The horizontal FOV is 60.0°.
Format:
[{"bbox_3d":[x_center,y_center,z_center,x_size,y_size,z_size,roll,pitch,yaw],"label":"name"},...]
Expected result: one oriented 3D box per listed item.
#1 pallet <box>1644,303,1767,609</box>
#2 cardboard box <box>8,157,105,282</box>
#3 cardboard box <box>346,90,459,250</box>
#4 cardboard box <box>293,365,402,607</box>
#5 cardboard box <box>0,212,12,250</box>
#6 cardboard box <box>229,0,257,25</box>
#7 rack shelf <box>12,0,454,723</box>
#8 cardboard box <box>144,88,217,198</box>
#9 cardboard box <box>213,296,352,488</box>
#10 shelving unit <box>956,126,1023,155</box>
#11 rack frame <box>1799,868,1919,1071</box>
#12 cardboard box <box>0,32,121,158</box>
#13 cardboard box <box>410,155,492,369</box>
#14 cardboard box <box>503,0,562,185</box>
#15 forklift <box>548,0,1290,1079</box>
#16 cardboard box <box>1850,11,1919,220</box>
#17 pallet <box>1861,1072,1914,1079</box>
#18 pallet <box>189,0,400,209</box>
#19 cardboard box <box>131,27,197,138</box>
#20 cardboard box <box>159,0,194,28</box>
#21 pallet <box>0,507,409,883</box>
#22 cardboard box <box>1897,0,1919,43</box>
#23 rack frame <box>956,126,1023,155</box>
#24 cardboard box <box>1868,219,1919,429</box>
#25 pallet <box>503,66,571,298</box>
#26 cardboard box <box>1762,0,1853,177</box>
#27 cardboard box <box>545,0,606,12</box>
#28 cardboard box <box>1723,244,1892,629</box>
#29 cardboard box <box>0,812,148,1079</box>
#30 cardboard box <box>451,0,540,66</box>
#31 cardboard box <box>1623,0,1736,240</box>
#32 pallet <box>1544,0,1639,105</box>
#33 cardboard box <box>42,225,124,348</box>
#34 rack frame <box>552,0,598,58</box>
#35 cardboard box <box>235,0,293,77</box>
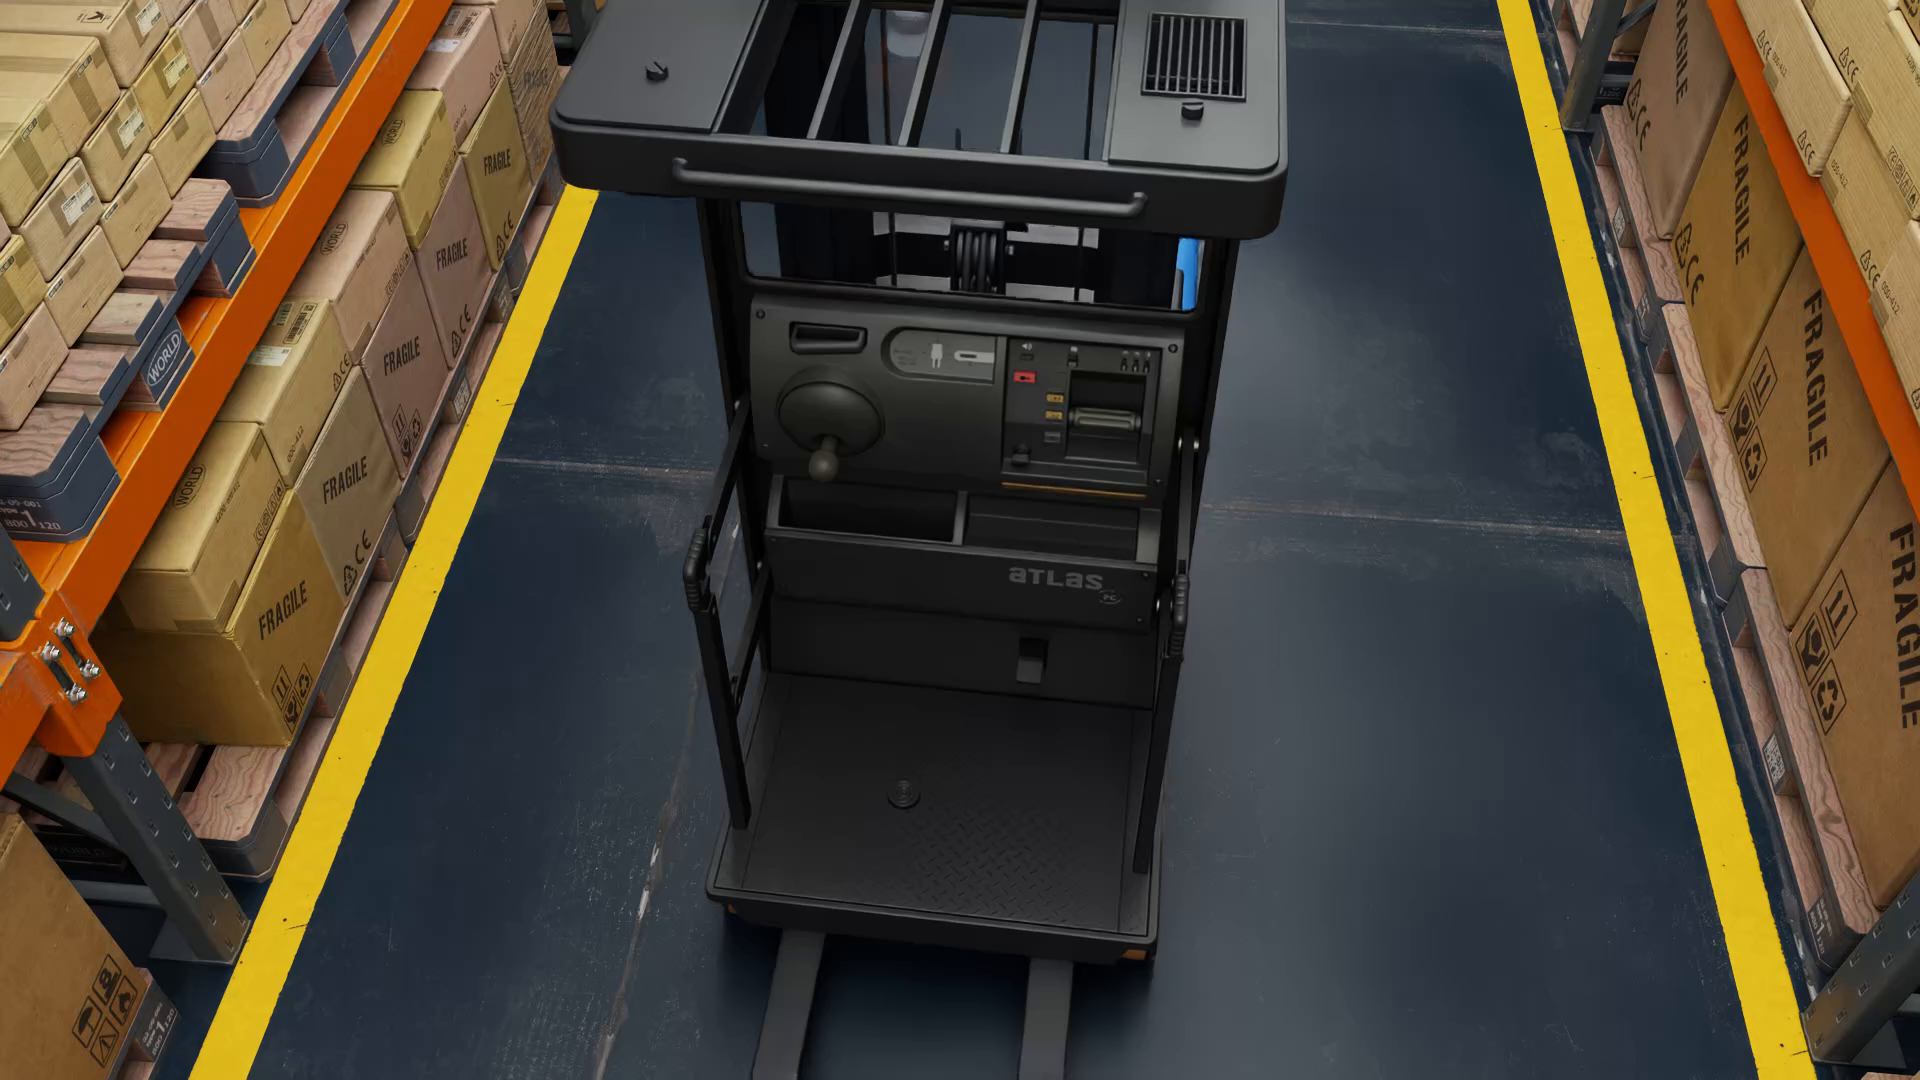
[{"bbox_3d":[2.851,-0.269,5.353,1.003,0.211,1.213,4,48,4],"label":"pallet"},{"bbox_3d":[-2.081,-0.699,3.541,0.380,0.149,0.250,6,48,5],"label":"cardboard box"},{"bbox_3d":[-1.894,-1.161,5.180,0.500,0.250,0.500,2,48,2],"label":"cardboard box"},{"bbox_3d":[-1.987,-0.171,4.783,0.500,0.500,0.500,4,48,4],"label":"cardboard box"},{"bbox_3d":[-2.113,-0.588,3.238,0.380,0.149,0.250,4,48,4],"label":"cardboard box"},{"bbox_3d":[-1.988,-1.446,4.224,0.380,0.149,0.250,3,48,3],"label":"cardboard box"},{"bbox_3d":[-2.166,-1.227,4.827,1.077,0.370,4.000,4,48,4],"label":"rack shelf"},{"bbox_3d":[-2.034,-0.967,3.987,0.380,0.149,0.250,6,48,5],"label":"cardboard box"},{"bbox_3d":[-1.998,-0.415,4.498,0.500,0.250,0.500,3,48,3],"label":"cardboard box"},{"bbox_3d":[0.072,-0.779,5.251,0.215,1.050,0.252,5,48,5],"label":"shelving unit"},{"bbox_3d":[2.591,0.258,2.981,1.000,3.000,0.127,4,48,4],"label":"rack frame"},{"bbox_3d":[-2.064,-0.962,3.580,0.380,0.149,0.250,4,48,3],"label":"cardboard box"},{"bbox_3d":[-1.898,-0.924,5.471,0.500,0.500,0.500,3,48,3],"label":"cardboard box"},{"bbox_3d":[-1.800,-1.677,6.161,0.500,0.500,0.500,3,48,3],"label":"cardboard box"},{"bbox_3d":[-0.018,-0.199,3.445,1.130,2.935,3.031,5,48,5],"label":"forklift"},{"bbox_3d":[2.451,-0.988,3.883,0.500,0.250,0.500,3,48,3],"label":"cardboard box"},{"bbox_3d":[2.518,1.773,3.485,1.003,0.211,1.213,4,48,4],"label":"pallet"},{"bbox_3d":[-2.208,-1.393,4.621,1.003,0.211,1.213,4,48,4],"label":"pallet"},{"bbox_3d":[-2.038,-1.081,3.890,0.380,0.149,0.250,4,48,4],"label":"cardboard box"},{"bbox_3d":[-2.017,-1.356,3.940,0.380,0.149,0.250,6,48,5],"label":"cardboard box"},{"bbox_3d":[-2.275,0.366,4.772,1.003,0.211,1.213,4,48,4],"label":"pallet"},{"bbox_3d":[2.468,-1.253,3.618,0.500,0.500,0.500,4,48,4],"label":"cardboard box"},{"bbox_3d":[0.087,-0.868,5.333,0.200,1.050,0.008,5,48,5],"label":"rack frame"},{"bbox_3d":[2.409,-0.457,3.737,0.500,0.250,0.500,5,48,4],"label":"cardboard box"},{"bbox_3d":[-2.053,-1.427,6.412,1.003,0.211,1.213,4,48,4],"label":"pallet"},{"bbox_3d":[2.489,-1.202,4.419,0.500,0.250,0.500,3,48,3],"label":"cardboard box"},{"bbox_3d":[-1.630,-2.365,7.028,0.380,0.149,0.250,2,48,2],"label":"cardboard box"},{"bbox_3d":[2.822,-0.324,4.669,0.875,0.875,0.875,4,48,4],"label":"cardboard box"},{"bbox_3d":[-2.493,1.058,3.489,1.050,0.750,0.750,3,48,3],"label":"cardboard box"},{"bbox_3d":[-1.800,-1.927,5.881,0.500,0.250,0.500,3,48,2],"label":"cardboard box"},{"bbox_3d":[2.978,-1.645,5.877,0.875,0.875,0.875,5,48,5],"label":"cardboard box"},{"bbox_3d":[3.102,-2.294,7.205,1.003,0.211,1.213,4,48,4],"label":"pallet"},{"bbox_3d":[-2.082,-0.570,3.624,0.380,0.149,0.250,6,48,5],"label":"cardboard box"},{"bbox_3d":[-1.983,-2.940,5.906,1.000,3.000,0.127,4,48,4],"label":"rack frame"},{"bbox_3d":[-1.987,-1.347,4.335,0.380,0.149,0.250,4,48,4],"label":"cardboard box"}]
